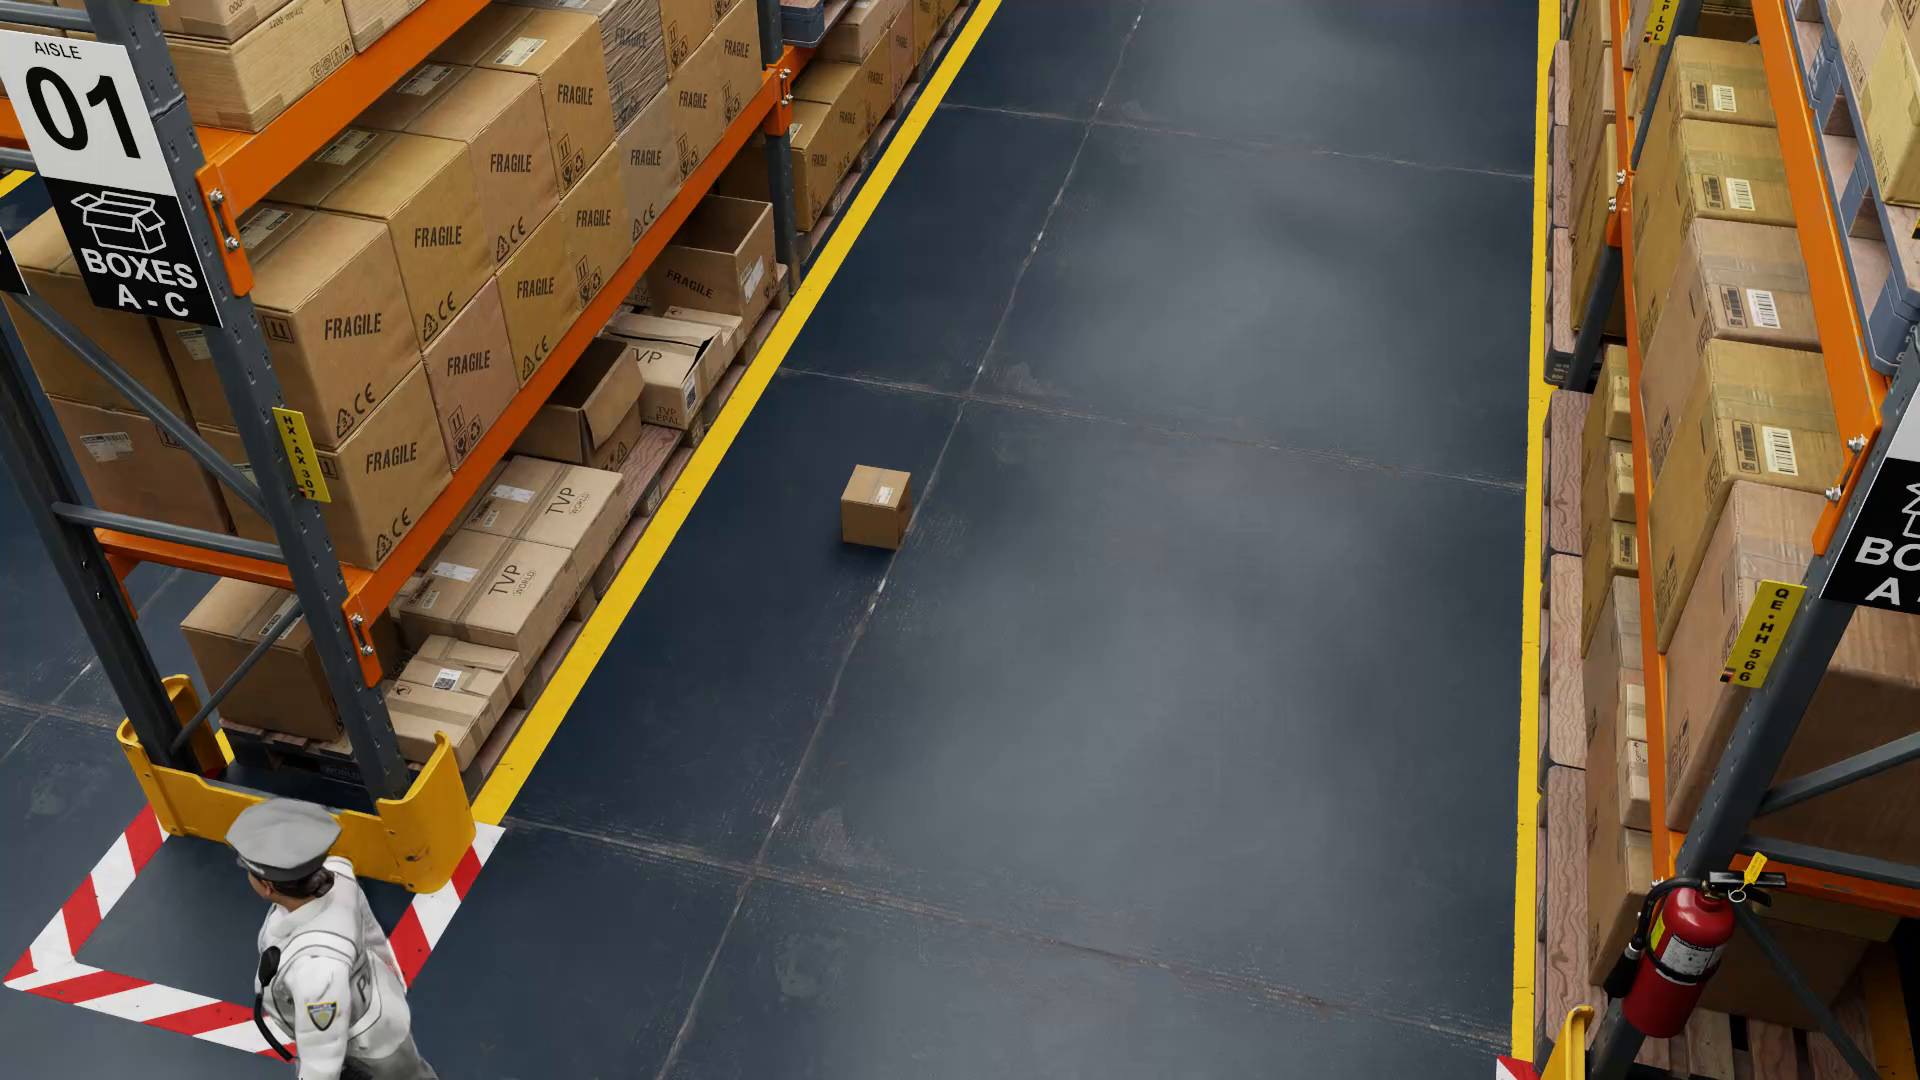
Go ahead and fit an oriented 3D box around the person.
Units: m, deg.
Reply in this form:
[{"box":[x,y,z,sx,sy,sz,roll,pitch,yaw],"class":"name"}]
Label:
[{"box":[-1.735,1.414,4.529,0.902,1.624,0.595,-17,44,-18],"class":"person"}]
